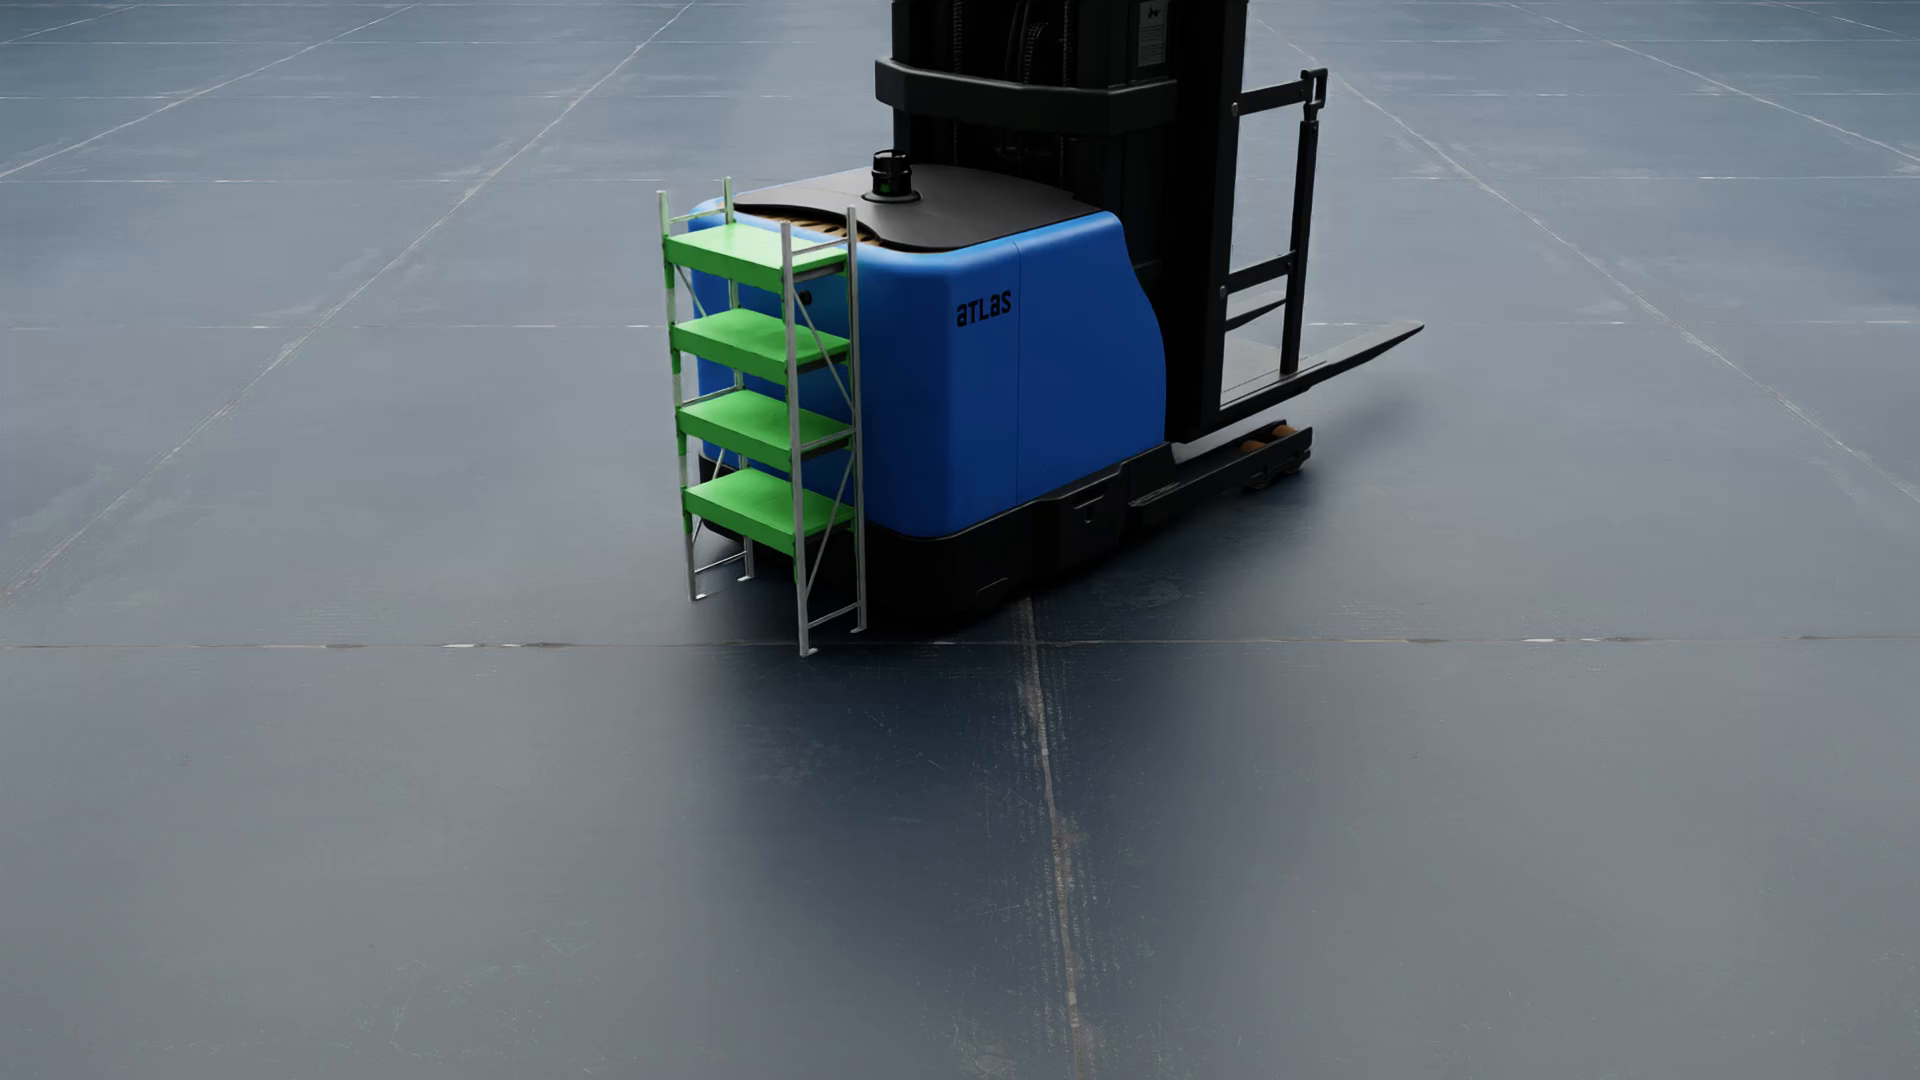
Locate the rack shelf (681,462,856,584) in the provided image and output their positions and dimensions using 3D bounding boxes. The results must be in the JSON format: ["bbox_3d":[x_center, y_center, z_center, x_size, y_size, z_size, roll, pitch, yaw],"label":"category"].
[{"bbox_3d":[-0.528,-0.055,4.653,0.480,0.148,0.258,21,32,39],"label":"rack shelf"}]

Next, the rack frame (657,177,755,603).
[{"bbox_3d":[-0.706,-0.401,4.680,0.015,1.200,0.240,21,32,39],"label":"rack frame"}]

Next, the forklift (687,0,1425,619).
[{"bbox_3d":[0.572,-1.635,5.308,1.130,2.935,3.031,21,32,39],"label":"forklift"}]

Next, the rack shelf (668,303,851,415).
[{"bbox_3d":[-0.528,-0.492,4.455,0.480,0.148,0.258,21,32,39],"label":"rack shelf"}]

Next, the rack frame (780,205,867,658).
[{"bbox_3d":[-0.350,-0.263,4.375,0.015,1.200,0.240,21,32,39],"label":"rack frame"}]

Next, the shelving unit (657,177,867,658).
[{"bbox_3d":[-0.528,-0.332,4.527,0.503,1.200,0.258,21,32,39],"label":"shelving unit"}]

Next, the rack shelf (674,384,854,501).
[{"bbox_3d":[-0.528,-0.274,4.554,0.480,0.148,0.258,21,32,39],"label":"rack shelf"}]

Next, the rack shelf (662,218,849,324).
[{"bbox_3d":[-0.528,-0.711,4.356,0.480,0.148,0.258,21,32,39],"label":"rack shelf"}]
